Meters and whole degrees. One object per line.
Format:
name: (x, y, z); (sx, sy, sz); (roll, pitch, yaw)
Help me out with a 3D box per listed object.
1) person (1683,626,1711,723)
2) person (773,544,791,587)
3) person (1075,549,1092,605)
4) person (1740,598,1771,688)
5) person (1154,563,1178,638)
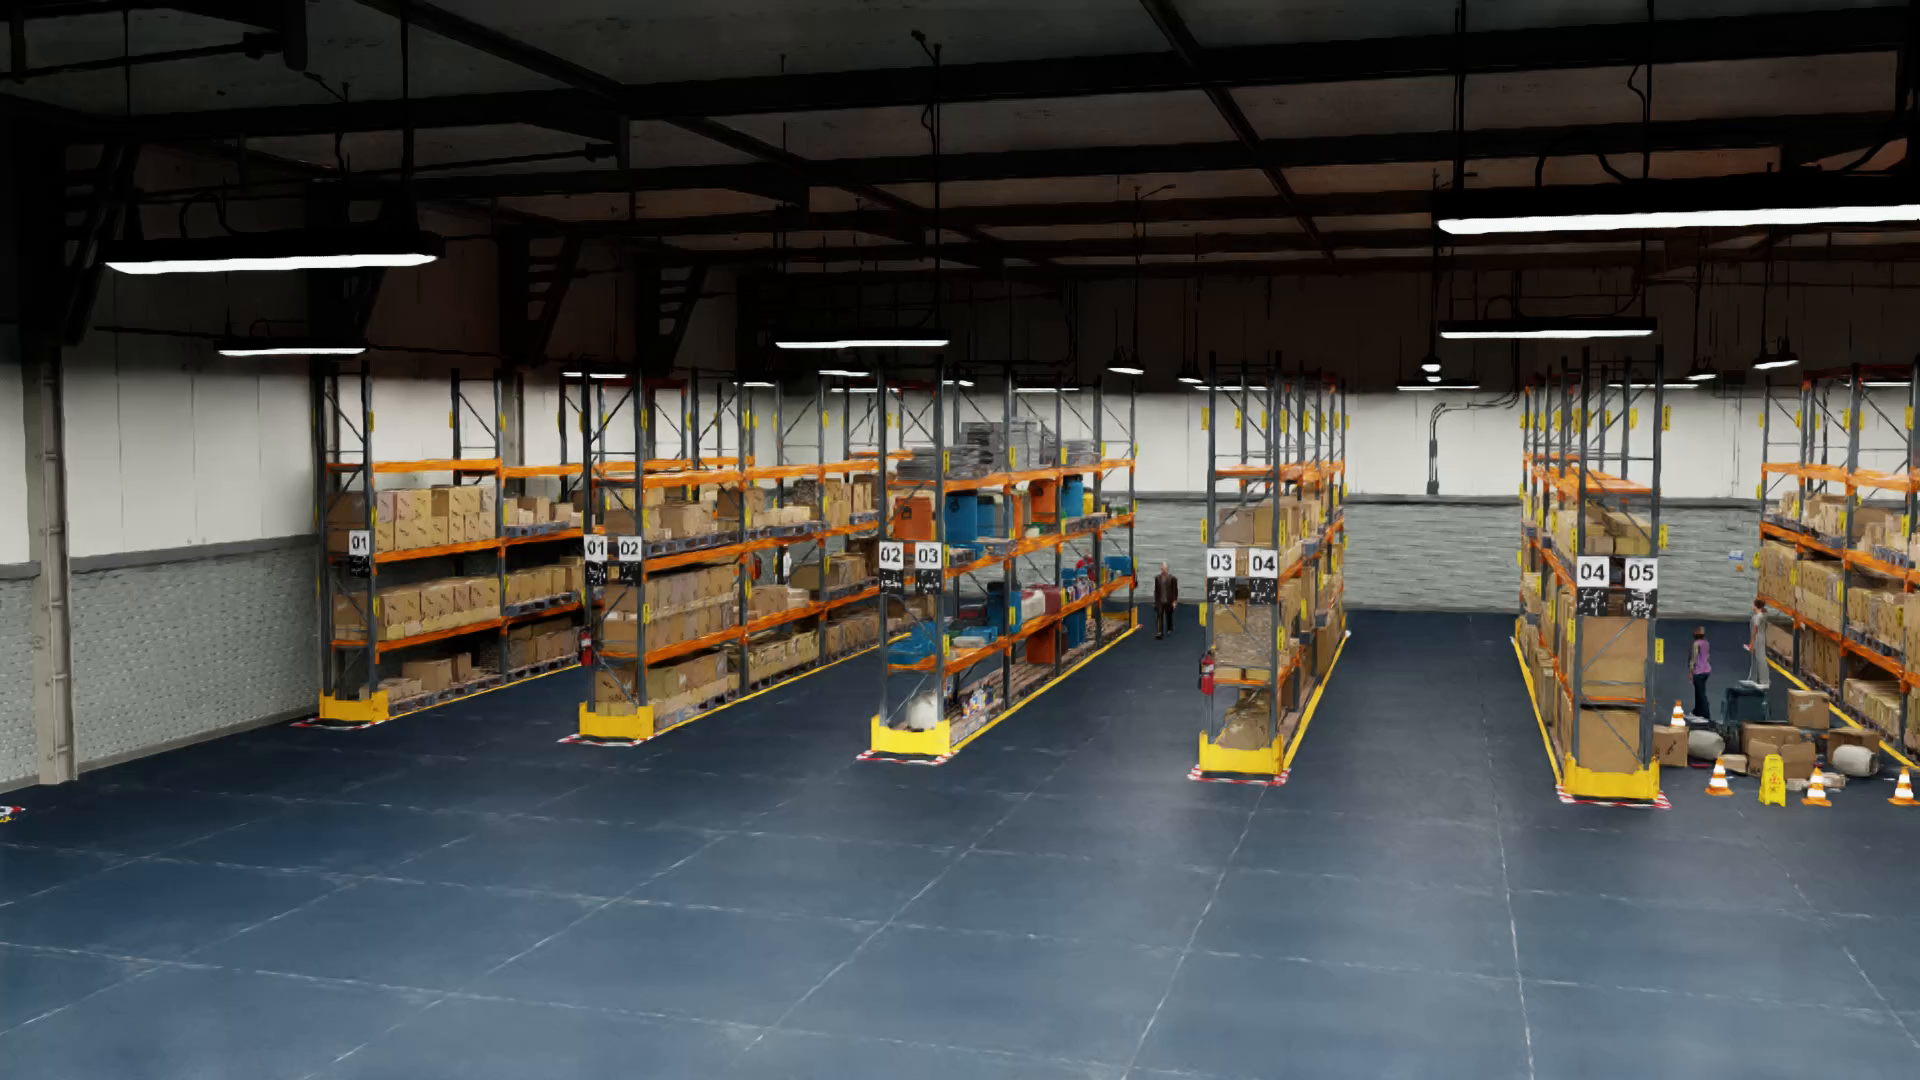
person: (12.268, 2.218, 27.649); (0.522, 1.592, 0.527); (-4, 5, -42)
person: (-4.802, 0.942, 44.265); (0.469, 1.775, 0.715); (4, 6, 43)
person: (3.347, 1.060, 43.558); (0.682, 1.676, 0.535); (1, 4, 15)
person: (14.984, 1.919, 31.280); (0.582, 1.664, 0.582); (3, 5, 36)
person: (4.752, 1.391, 38.447); (0.604, 1.724, 1.107); (1, 4, 15)
